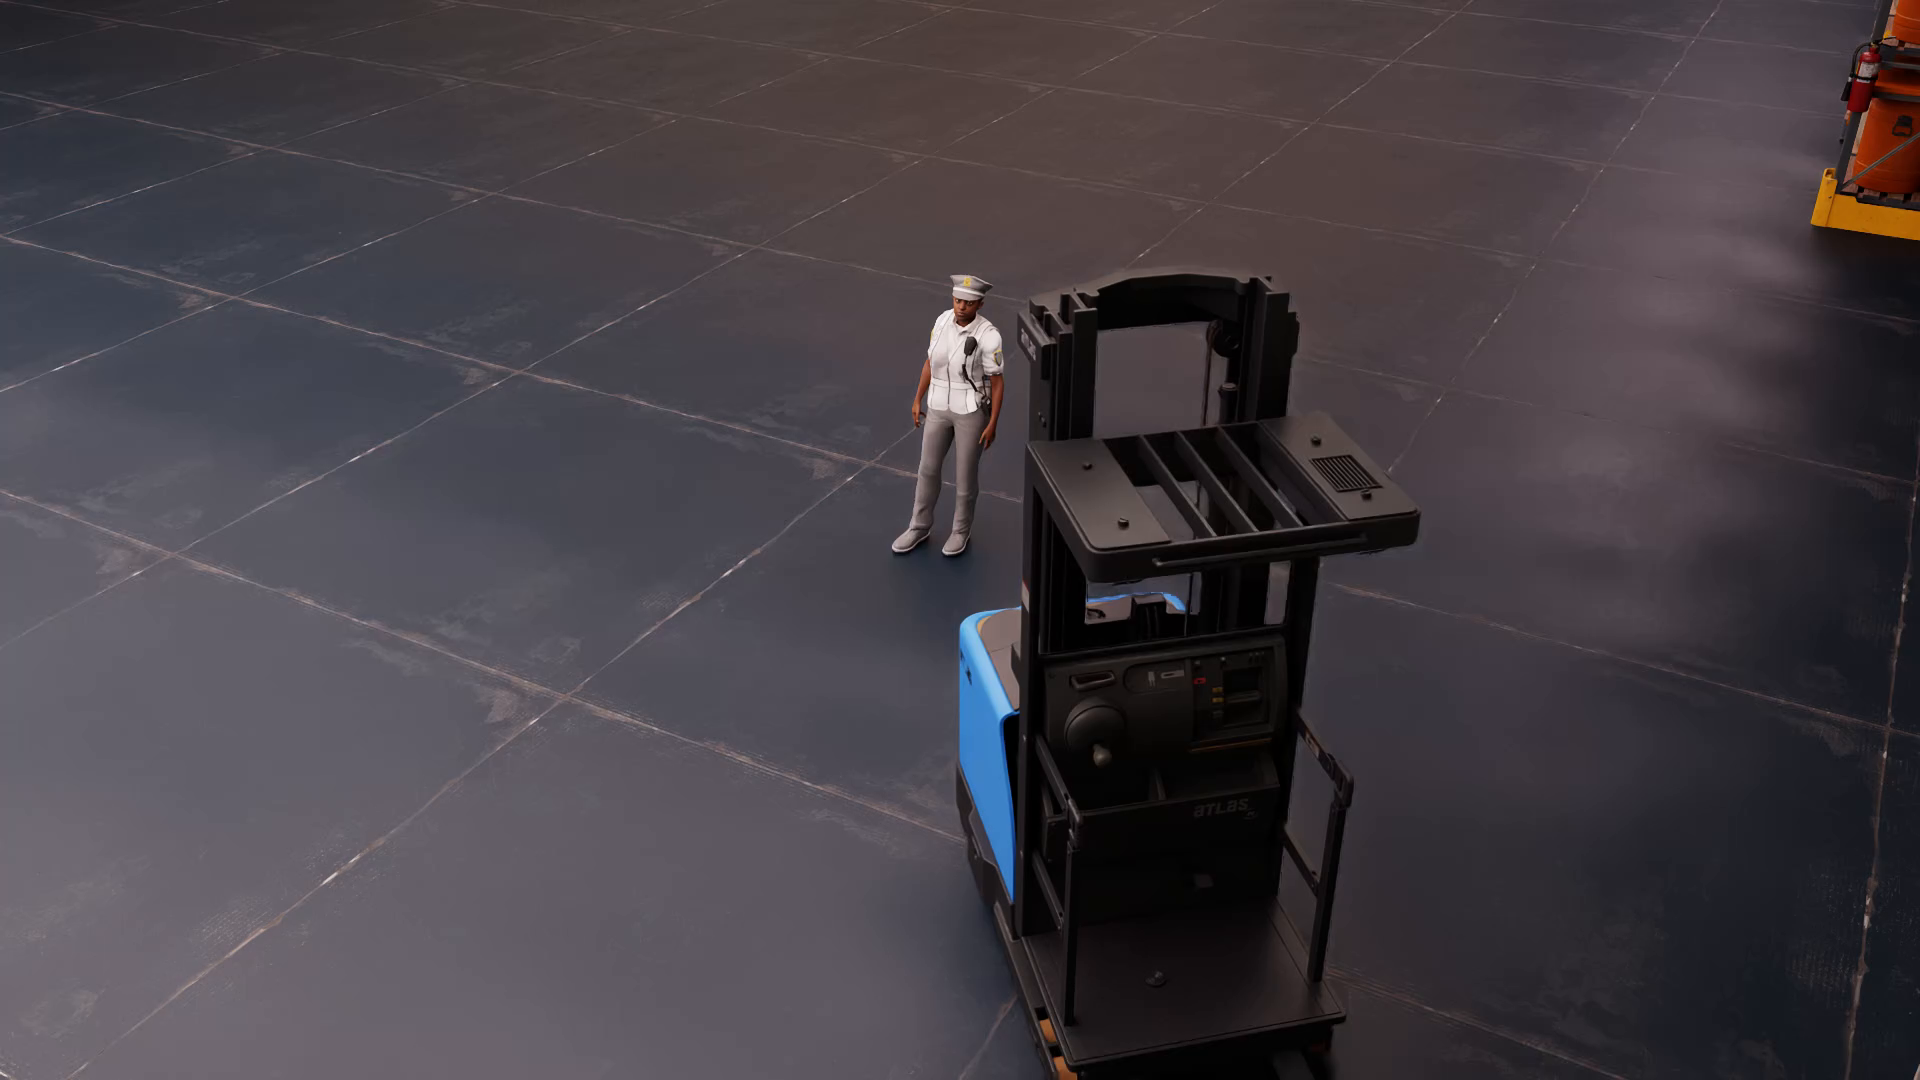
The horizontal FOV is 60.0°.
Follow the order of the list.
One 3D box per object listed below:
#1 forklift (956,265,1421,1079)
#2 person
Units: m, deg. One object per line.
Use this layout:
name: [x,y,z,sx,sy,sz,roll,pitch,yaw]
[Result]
forklift: [0.816,0.646,5.952,1.130,2.935,3.031,-7,31,-11]
person: [-0.053,-0.712,9.527,0.570,1.695,0.530,15,33,25]
